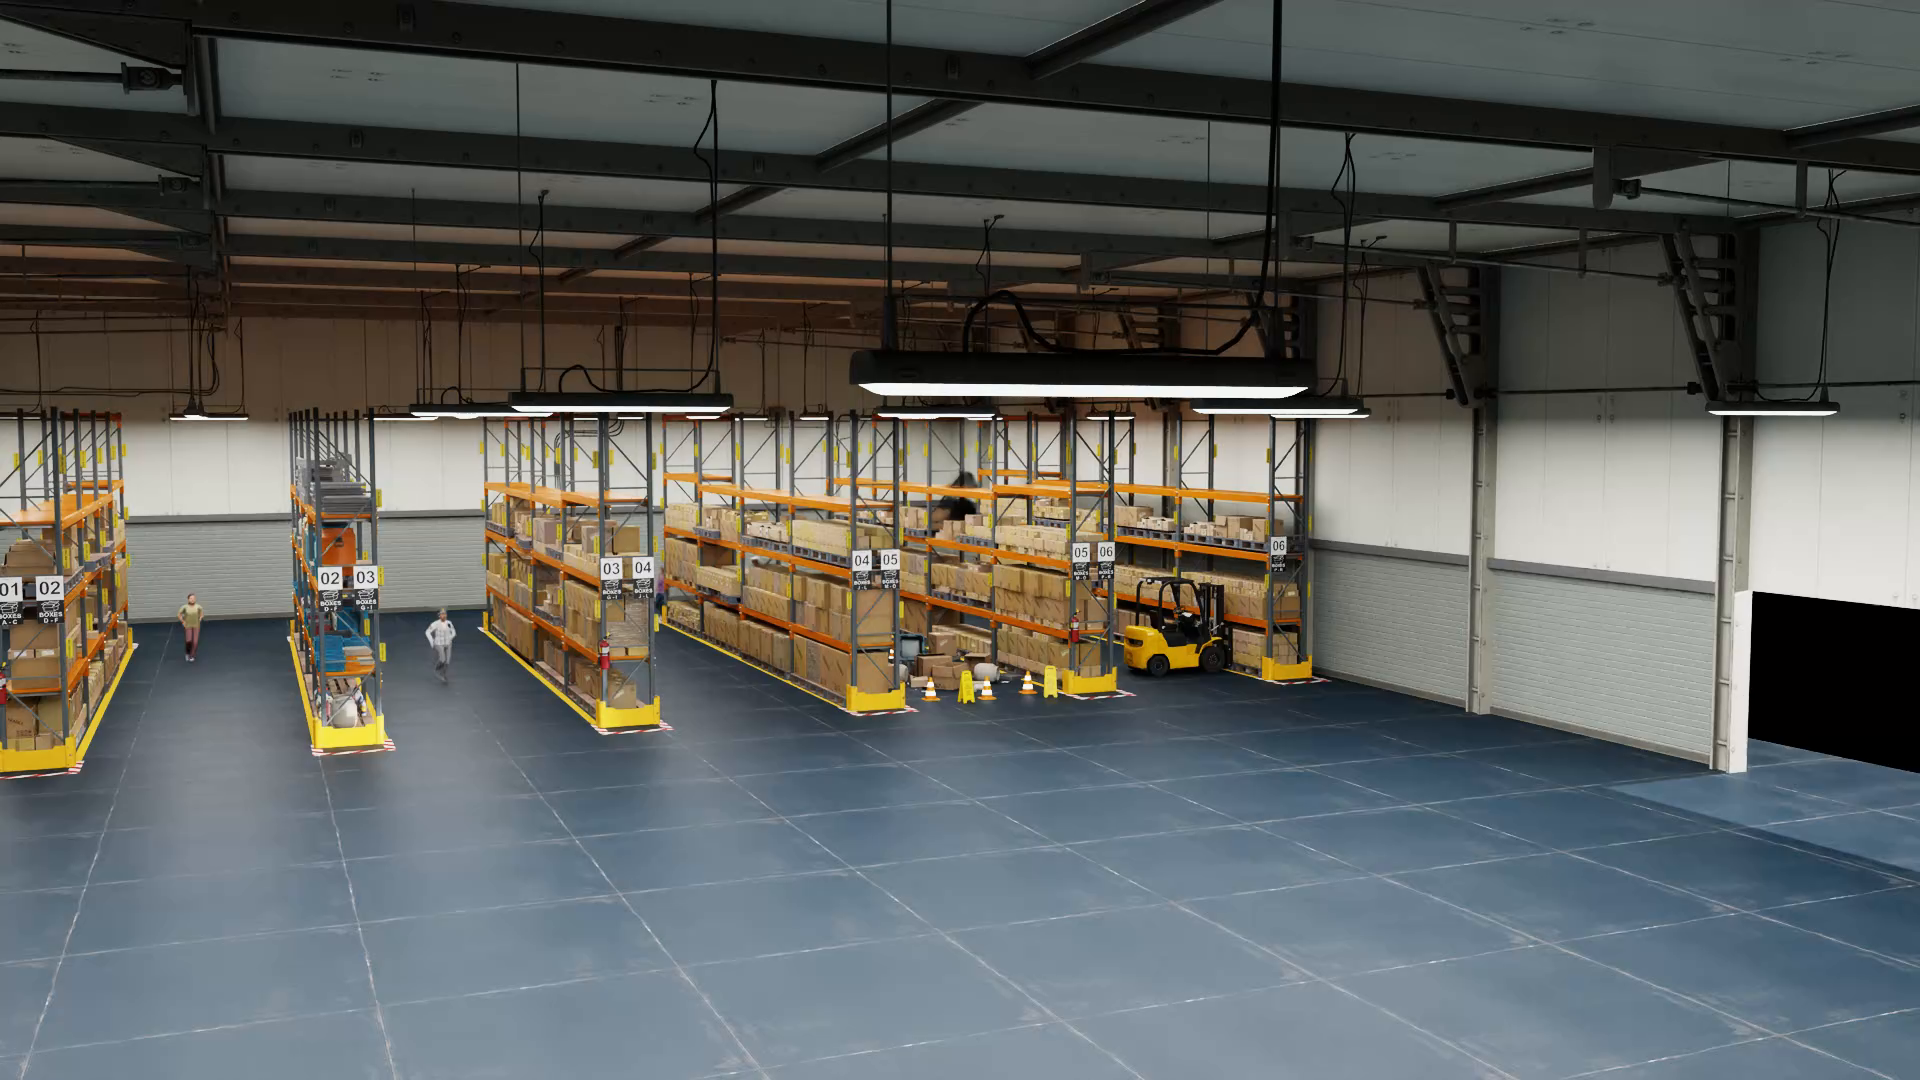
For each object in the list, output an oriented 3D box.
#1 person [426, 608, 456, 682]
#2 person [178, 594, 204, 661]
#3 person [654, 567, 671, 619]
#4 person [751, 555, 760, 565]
[{"bbox_3d":[-11.379,2.322,36.638,0.599,1.657,0.560,-3,5,-38],"label":"person"},{"bbox_3d":[-18.407,2.103,39.864,0.553,1.627,0.567,-3,5,-34],"label":"person"},{"bbox_3d":[-8.722,1.560,48.713,0.484,1.548,0.593,-3,5,-39],"label":"person"},{"bbox_3d":[-6.220,1.343,50.085,0.629,1.754,0.680,-2,4,-26],"label":"person"}]
